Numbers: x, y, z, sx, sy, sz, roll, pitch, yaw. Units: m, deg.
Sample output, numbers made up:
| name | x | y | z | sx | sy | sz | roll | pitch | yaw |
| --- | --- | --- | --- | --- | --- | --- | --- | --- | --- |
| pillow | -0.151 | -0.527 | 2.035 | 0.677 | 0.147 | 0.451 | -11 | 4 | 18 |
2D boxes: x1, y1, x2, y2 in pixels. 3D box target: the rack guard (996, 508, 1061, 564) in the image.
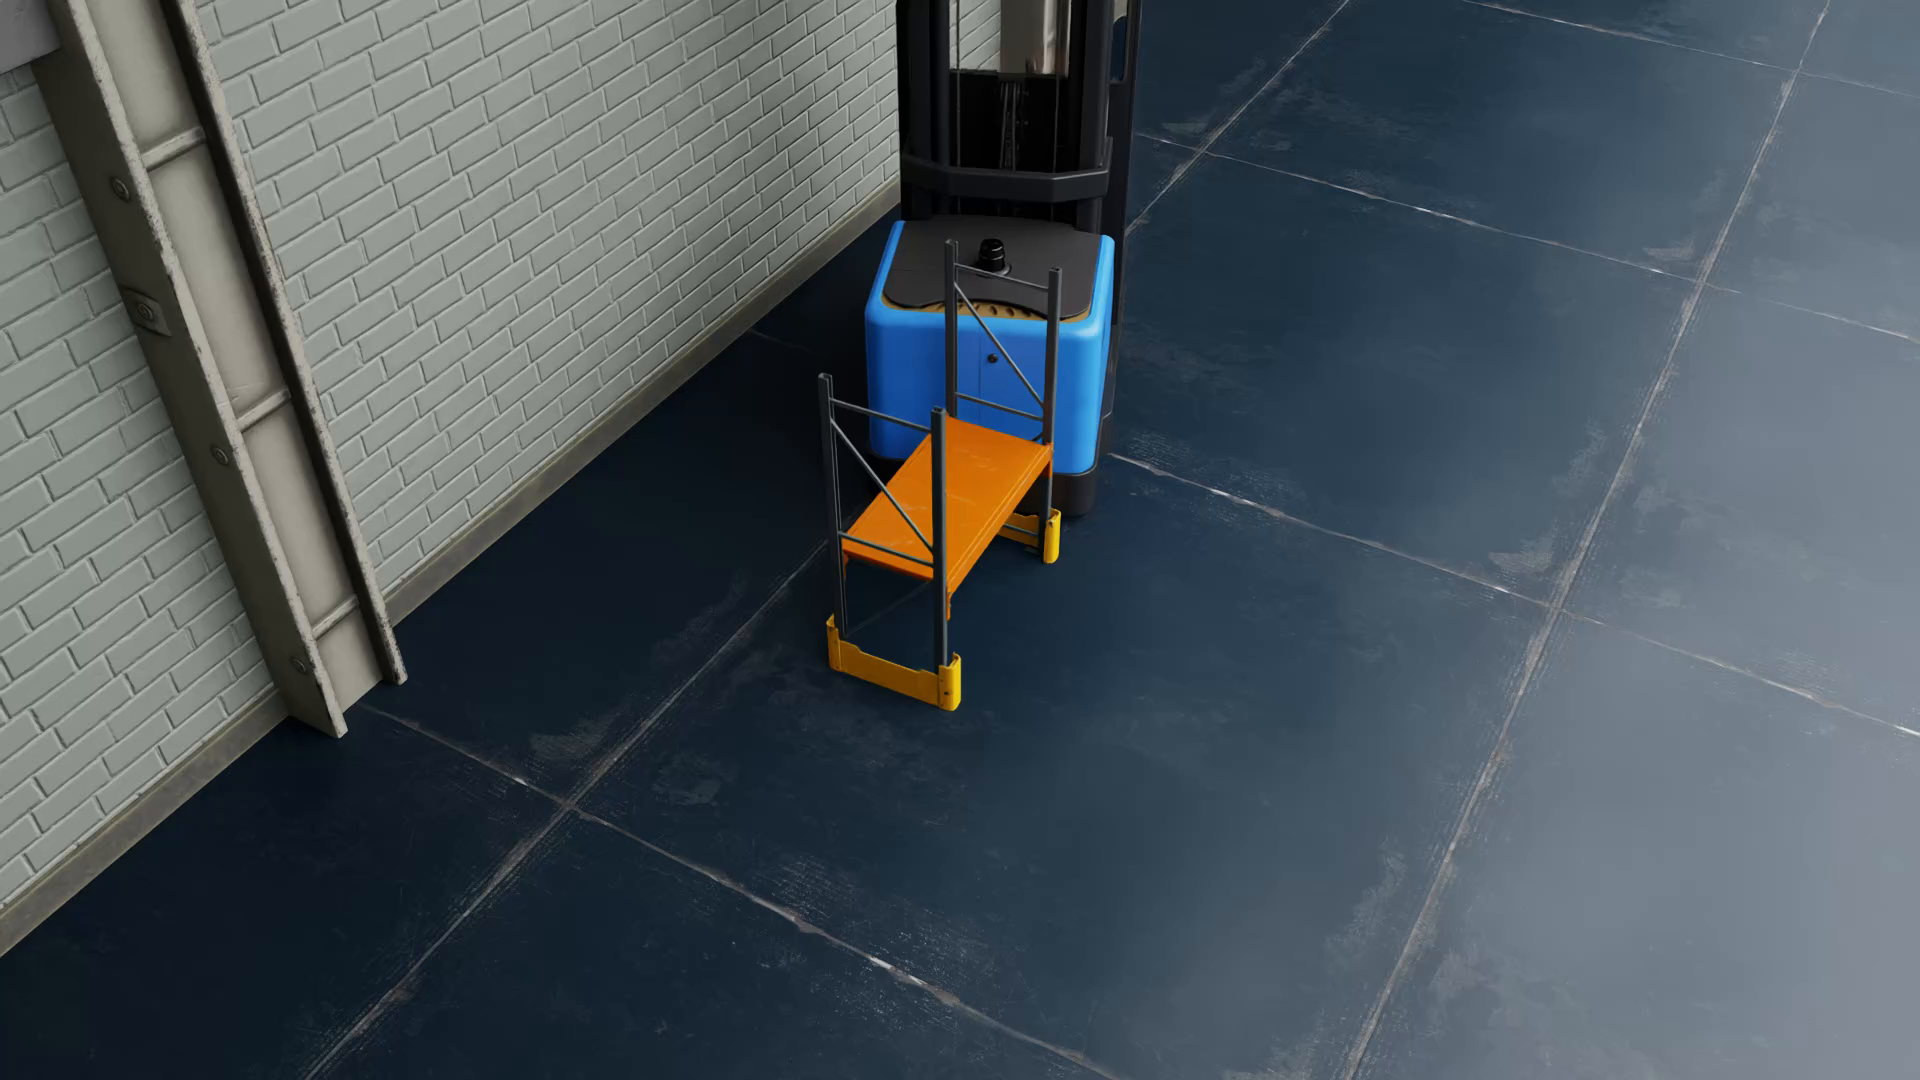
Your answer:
| name | x | y | z | sx | sy | sz | roll | pitch | yaw |
| --- | --- | --- | --- | --- | --- | --- | --- | --- | --- |
| rack guard | 0.168 | -0.092 | 7.480 | 0.587 | 0.250 | 0.087 | 18 | 44 | 19 |

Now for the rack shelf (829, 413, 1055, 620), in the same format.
| name | x | y | z | sx | sy | sz | roll | pitch | yaw |
| --- | --- | --- | --- | --- | --- | --- | --- | --- | --- |
| rack shelf | -0.056 | -0.125 | 6.845 | 0.538 | 0.185 | 1.000 | 18 | 44 | 19 |

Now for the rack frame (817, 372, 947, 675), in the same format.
| name | x | y | z | sx | sy | sz | roll | pitch | yaw |
| --- | --- | --- | --- | --- | --- | --- | --- | --- | --- |
| rack frame | -0.281 | 0.041 | 6.384 | 0.500 | 1.500 | 0.032 | 18 | 44 | 19 |

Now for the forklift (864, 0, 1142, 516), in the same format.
| name | x | y | z | sx | sy | sz | roll | pitch | yaw |
| --- | --- | --- | --- | --- | --- | --- | --- | --- | --- |
| forklift | 0.293 | -2.183 | 7.826 | 1.130 | 2.935 | 3.031 | 5 | 42 | 6 |

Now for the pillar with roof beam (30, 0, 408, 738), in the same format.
| name | x | y | z | sx | sy | sz | roll | pitch | yaw |
| --- | --- | --- | --- | --- | --- | --- | --- | --- | --- |
| pillar with roof beam | 1.203 | -1.320 | 2.256 | 9.100 | 9.000 | 0.400 | 21 | 45 | 22 |

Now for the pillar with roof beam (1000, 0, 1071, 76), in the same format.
| name | x | y | z | sx | sy | sz | roll | pitch | yaw |
| --- | --- | --- | --- | --- | --- | --- | --- | --- | --- |
| pillar with roof beam | 4.205 | -4.753 | 6.154 | 9.100 | 9.000 | 0.400 | 21 | 45 | 22 |

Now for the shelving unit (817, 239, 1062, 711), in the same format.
| name | x | y | z | sx | sy | sz | roll | pitch | yaw |
| --- | --- | --- | --- | --- | --- | --- | --- | --- | --- |
| shelving unit | -0.052 | -0.265 | 6.732 | 0.587 | 1.500 | 1.083 | 18 | 44 | 19 |

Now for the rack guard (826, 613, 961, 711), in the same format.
| name | x | y | z | sx | sy | sz | roll | pitch | yaw |
| --- | --- | --- | --- | --- | --- | --- | --- | --- | --- |
| rack guard | -0.272 | 0.499 | 6.810 | 0.587 | 0.250 | 0.087 | 18 | 44 | 19 |

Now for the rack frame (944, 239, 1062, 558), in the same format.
| name | x | y | z | sx | sy | sz | roll | pitch | yaw |
| --- | --- | --- | --- | --- | --- | --- | --- | --- | --- |
| rack frame | 0.168 | -0.561 | 7.068 | 0.500 | 1.500 | 0.032 | 18 | 44 | 19 |
